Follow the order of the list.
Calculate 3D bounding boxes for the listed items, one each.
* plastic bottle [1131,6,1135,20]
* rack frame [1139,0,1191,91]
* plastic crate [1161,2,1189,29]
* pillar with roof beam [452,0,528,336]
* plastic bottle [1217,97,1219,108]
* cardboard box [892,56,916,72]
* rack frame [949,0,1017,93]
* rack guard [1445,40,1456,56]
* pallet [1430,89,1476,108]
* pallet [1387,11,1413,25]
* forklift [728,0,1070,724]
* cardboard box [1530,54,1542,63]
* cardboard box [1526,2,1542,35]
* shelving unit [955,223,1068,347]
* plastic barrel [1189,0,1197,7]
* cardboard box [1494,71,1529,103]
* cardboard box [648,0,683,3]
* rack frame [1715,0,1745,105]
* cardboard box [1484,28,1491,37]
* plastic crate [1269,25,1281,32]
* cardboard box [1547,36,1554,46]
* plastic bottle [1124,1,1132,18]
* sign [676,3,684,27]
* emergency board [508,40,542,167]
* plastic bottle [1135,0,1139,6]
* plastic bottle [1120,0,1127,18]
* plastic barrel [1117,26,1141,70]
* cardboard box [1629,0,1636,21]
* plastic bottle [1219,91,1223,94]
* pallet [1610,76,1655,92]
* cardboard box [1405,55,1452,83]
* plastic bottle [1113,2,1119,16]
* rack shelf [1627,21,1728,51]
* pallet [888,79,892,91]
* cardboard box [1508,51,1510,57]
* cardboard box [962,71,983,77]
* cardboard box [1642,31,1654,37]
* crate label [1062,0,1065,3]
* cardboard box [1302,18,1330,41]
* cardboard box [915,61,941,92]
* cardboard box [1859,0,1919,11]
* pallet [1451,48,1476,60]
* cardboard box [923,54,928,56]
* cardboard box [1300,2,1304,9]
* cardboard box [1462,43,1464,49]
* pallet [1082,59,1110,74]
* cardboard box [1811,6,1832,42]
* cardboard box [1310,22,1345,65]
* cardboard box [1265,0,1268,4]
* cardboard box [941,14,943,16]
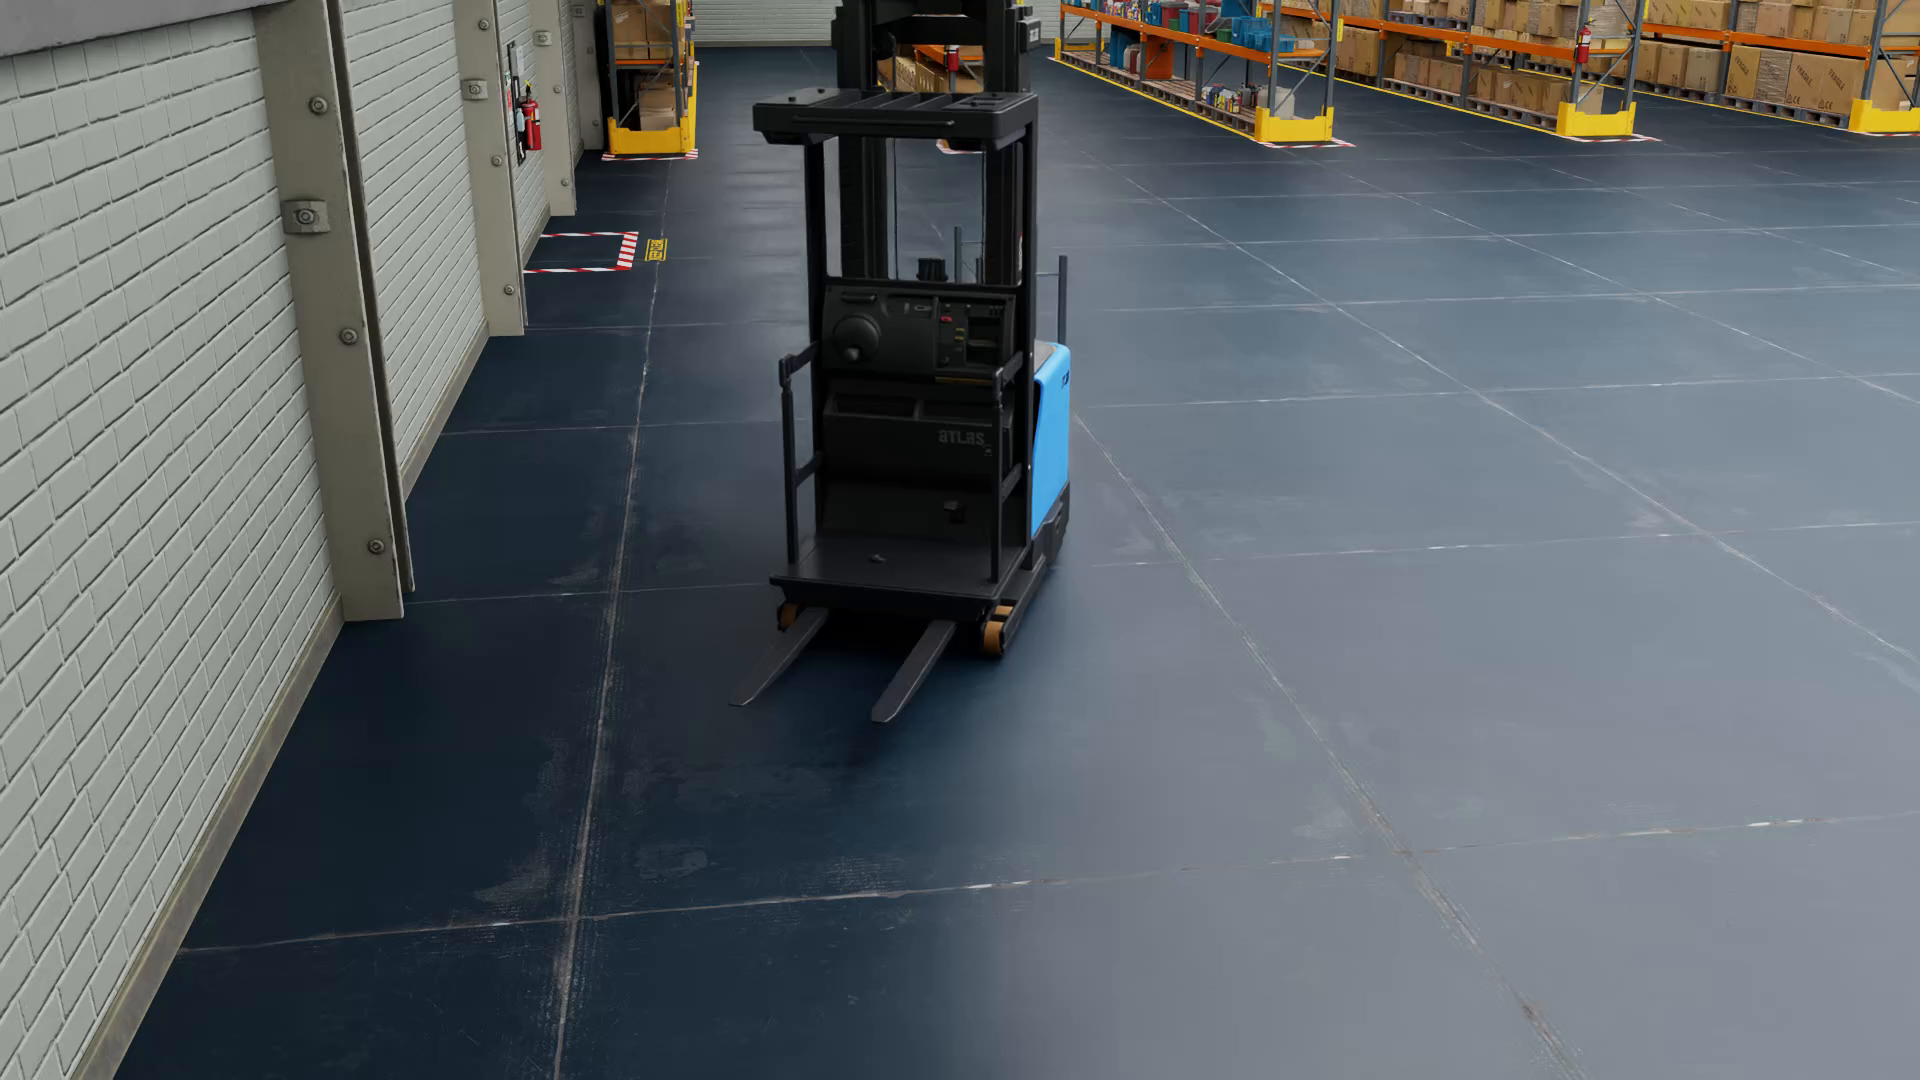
[{"bbox_3d":[3.517,-10.698,33.757,0.097,0.271,0.097,0,20,0],"label":"plastic bottle"},{"bbox_3d":[4.085,-10.385,32.733,1.000,3.000,0.127,-3,21,-8],"label":"rack frame"},{"bbox_3d":[4.015,-9.840,31.182,0.402,0.464,0.583,-3,21,-8],"label":"plastic crate"},{"bbox_3d":[0.468,-6.186,12.919,9.100,9.000,0.400,-3,21,-8],"label":"pillar with roof beam"},{"bbox_3d":[4.412,-7.430,28.192,0.097,0.201,0.097,0,20,0],"label":"plastic bottle"},{"bbox_3d":[-1.032,-9.111,31.852,0.500,0.311,0.500,-2,21,-6],"label":"cardboard box"},{"bbox_3d":[0.336,-7.366,24.651,1.000,3.000,0.127,-3,21,-8],"label":"rack frame"},{"bbox_3d":[12.767,-12.422,41.761,1.175,0.500,0.348,-3,21,-8],"label":"rack guard"},{"bbox_3d":[9.449,-8.213,30.903,1.003,0.211,1.213,-3,21,-8],"label":"pallet"},{"bbox_3d":[9.194,-10.303,32.789,1.213,0.211,1.003,-3,21,-8],"label":"pallet"},{"bbox_3d":[-0.249,-0.978,7.646,1.130,2.935,3.031,5,21,13],"label":"forklift"},{"bbox_3d":[13.176,-10.991,37.329,0.500,0.500,0.500,-2,21,-6],"label":"cardboard box"},{"bbox_3d":[9.867,-8.585,27.346,0.875,0.500,0.500,-3,21,-8],"label":"cardboard box"},{"bbox_3d":[0.281,-1.021,9.807,0.538,1.500,1.048,-2,21,-6],"label":"shelving unit"},{"bbox_3d":[4.505,-9.946,31.398,0.421,0.512,0.421,0,20,0],"label":"plastic barrel"},{"bbox_3d":[9.671,-7.937,29.151,0.500,0.500,0.500,4,21,9],"label":"cardboard box"},{"bbox_3d":[-4.553,-8.115,25.770,0.500,0.500,0.500,-2,21,-6],"label":"cardboard box"},{"bbox_3d":[14.486,-9.465,30.270,1.000,3.000,0.127,-3,21,-8],"label":"rack frame"},{"bbox_3d":[9.383,-8.870,29.036,0.380,0.149,0.250,-3,21,-8],"label":"cardboard box"},{"bbox_3d":[5.090,-8.560,28.061,0.499,0.251,0.616,-3,21,-8],"label":"plastic crate"},{"bbox_3d":[9.751,-8.093,26.956,0.380,0.149,0.250,-3,21,-8],"label":"cardboard box"},{"bbox_3d":[3.458,-10.933,34.271,0.144,0.351,0.185,-3,21,-8],"label":"plastic bottle"},{"bbox_3d":[-4.028,-7.548,23.901,0.100,0.325,0.005,-3,21,-8],"label":"sign"},{"bbox_3d":[-4.339,-4.379,16.653,0.194,1.169,0.643,-3,21,-8],"label":"emergency board"},{"bbox_3d":[3.822,-11.437,35.622,0.144,0.351,0.185,-3,21,-8],"label":"plastic bottle"},{"bbox_3d":[3.412,-11.043,34.566,0.144,0.351,0.185,-3,21,-8],"label":"plastic bottle"},{"bbox_3d":[3.672,-10.549,35.571,0.600,0.901,0.708,-3,21,-8],"label":"plastic barrel"},{"bbox_3d":[13.707,-10.727,33.508,0.500,0.500,0.500,-3,21,-7],"label":"cardboard box"},{"bbox_3d":[4.453,-7.513,28.315,0.097,0.271,0.097,0,20,0],"label":"plastic bottle"},{"bbox_3d":[13.948,-9.266,33.725,1.003,0.211,1.213,-3,21,-8],"label":"pallet"},{"bbox_3d":[9.195,-9.247,32.631,0.700,0.500,0.500,-5,21,-12],"label":"cardboard box"},{"bbox_3d":[3.332,-11.211,35.124,0.152,0.276,0.135,-3,21,-8],"label":"plastic bottle"},{"bbox_3d":[14.197,-9.820,32.250,1.077,0.370,4.000,-3,21,-8],"label":"rack shelf"},{"bbox_3d":[-0.887,-9.090,33.252,1.003,0.211,1.213,-3,21,-8],"label":"pallet"},{"bbox_3d":[12.984,-11.308,38.681,0.380,0.149,0.250,-2,21,-6],"label":"cardboard box"},{"bbox_3d":[0.320,-7.168,26.380,0.500,0.500,0.500,-3,21,-8],"label":"cardboard box"},{"bbox_3d":[17.834,-12.677,41.932,0.875,0.438,0.875,-4,21,-10],"label":"cardboard box"},{"bbox_3d":[2.642,-13.002,39.894,0.416,0.233,0.303,-3,21,-8],"label":"crate label"},{"bbox_3d":[8.394,-11.453,38.031,0.875,0.875,0.875,-3,21,-8],"label":"cardboard box"},{"bbox_3d":[-0.484,-7.835,28.164,0.500,0.500,0.500,-3,21,-8],"label":"cardboard box"},{"bbox_3d":[15.047,-8.786,26.696,0.875,0.550,0.550,-3,21,-8],"label":"cardboard box"},{"bbox_3d":[12.849,-12.004,41.053,1.003,0.211,1.213,-3,21,-8],"label":"pallet"},{"bbox_3d":[-0.600,-9.343,32.888,0.500,0.500,0.500,-2,21,-5],"label":"cardboard box"},{"bbox_3d":[7.967,-12.169,37.869,0.380,0.149,0.250,-3,21,-9],"label":"cardboard box"},{"bbox_3d":[12.633,-12.197,41.059,0.380,0.149,0.250,-3,21,-8],"label":"cardboard box"},{"bbox_3d":[3.364,-10.716,37.605,1.003,0.211,1.213,-3,21,-8],"label":"pallet"},{"bbox_3d":[14.907,-8.666,27.916,0.875,0.550,0.550,-3,21,-8],"label":"cardboard box"},{"bbox_3d":[8.522,-11.000,36.817,1.225,0.875,0.875,-3,21,-8],"label":"cardboard box"},{"bbox_3d":[7.596,-13.058,40.250,0.380,0.149,0.250,-3,21,-9],"label":"cardboard box"},{"bbox_3d":[-0.096,-8.288,26.049,0.380,0.149,0.250,-2,21,-6],"label":"cardboard box"}]
